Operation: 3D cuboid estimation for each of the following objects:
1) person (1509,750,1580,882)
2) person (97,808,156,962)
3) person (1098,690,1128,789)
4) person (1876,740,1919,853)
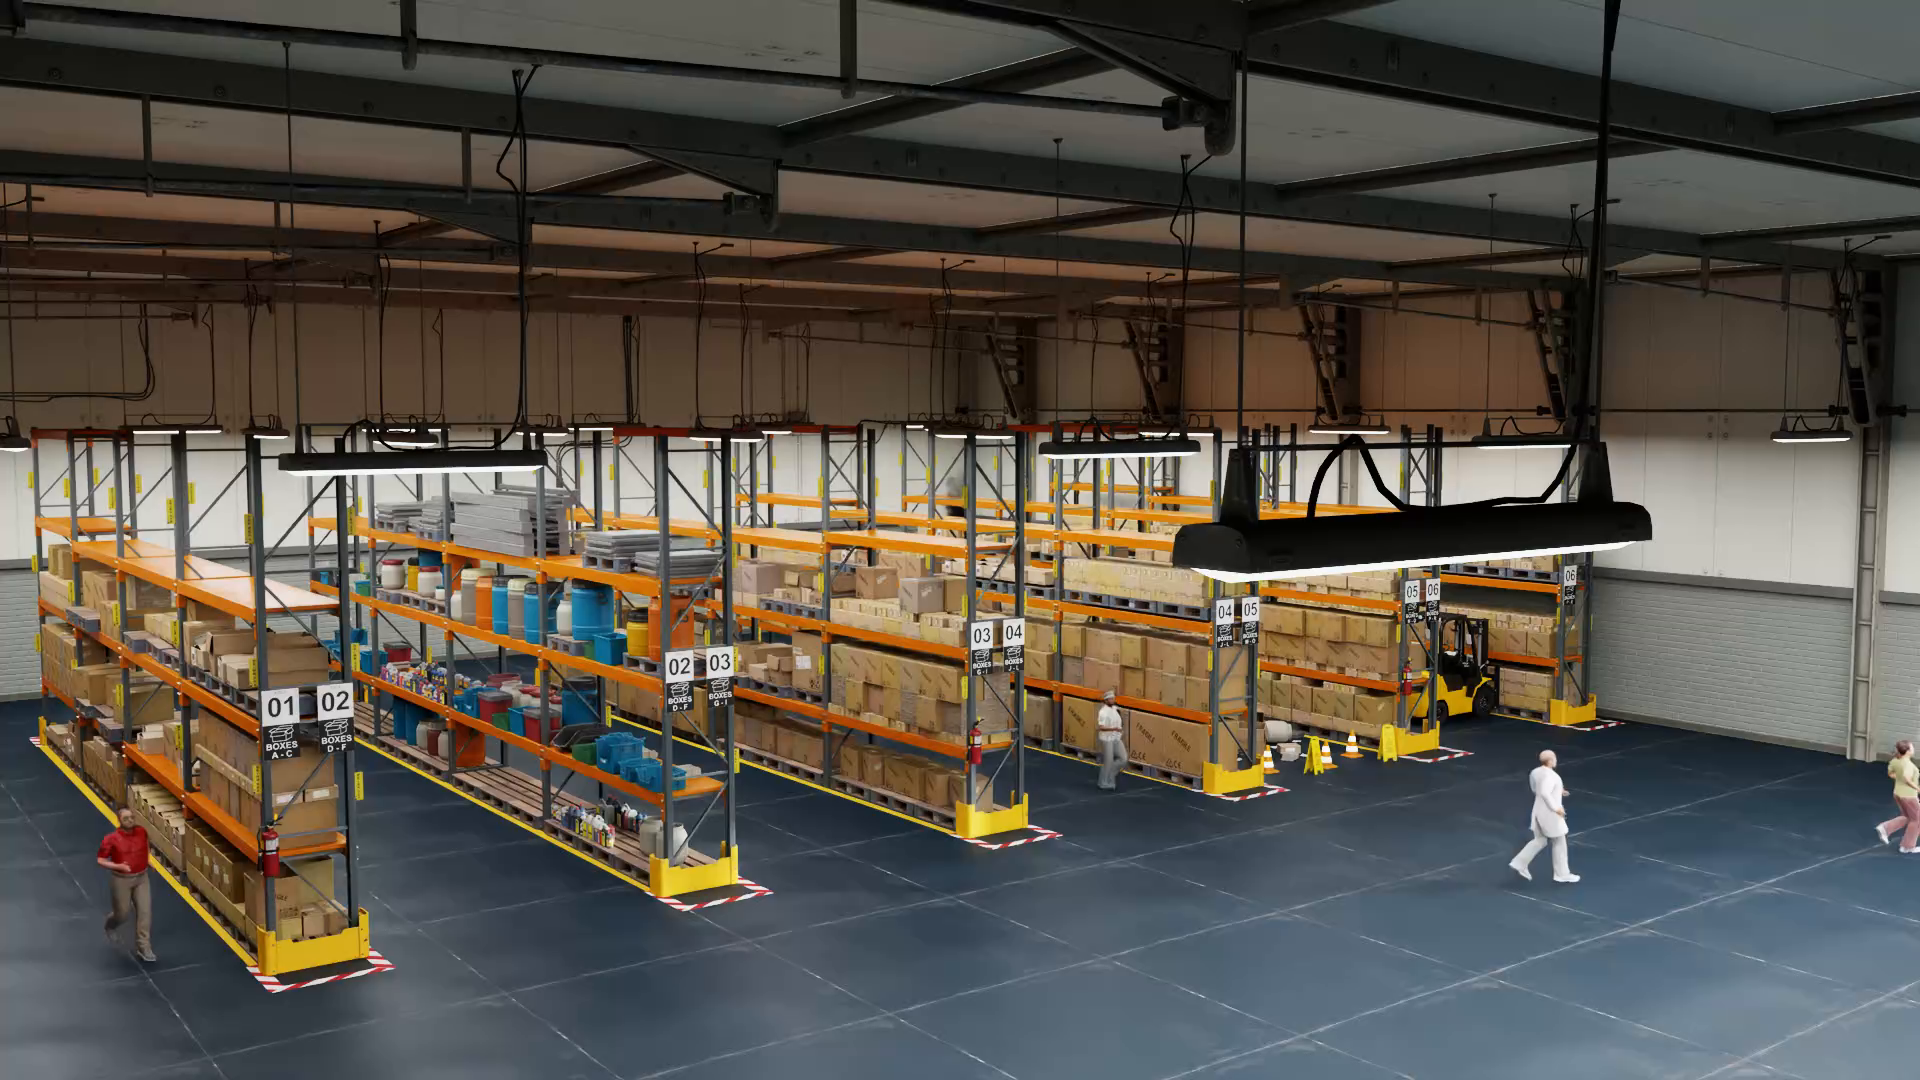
[{"bbox_3d":[7.814,3.676,22.159,0.961,1.768,0.715,-1,5,-11],"label":"person"},{"bbox_3d":[-9.619,3.963,19.242,0.954,1.714,0.664,4,6,39],"label":"person"},{"bbox_3d":[2.551,3.324,27.628,0.561,1.681,0.599,-4,6,-42],"label":"person"},{"bbox_3d":[13.453,3.655,23.729,0.609,1.619,0.580,0,4,2],"label":"person"}]
